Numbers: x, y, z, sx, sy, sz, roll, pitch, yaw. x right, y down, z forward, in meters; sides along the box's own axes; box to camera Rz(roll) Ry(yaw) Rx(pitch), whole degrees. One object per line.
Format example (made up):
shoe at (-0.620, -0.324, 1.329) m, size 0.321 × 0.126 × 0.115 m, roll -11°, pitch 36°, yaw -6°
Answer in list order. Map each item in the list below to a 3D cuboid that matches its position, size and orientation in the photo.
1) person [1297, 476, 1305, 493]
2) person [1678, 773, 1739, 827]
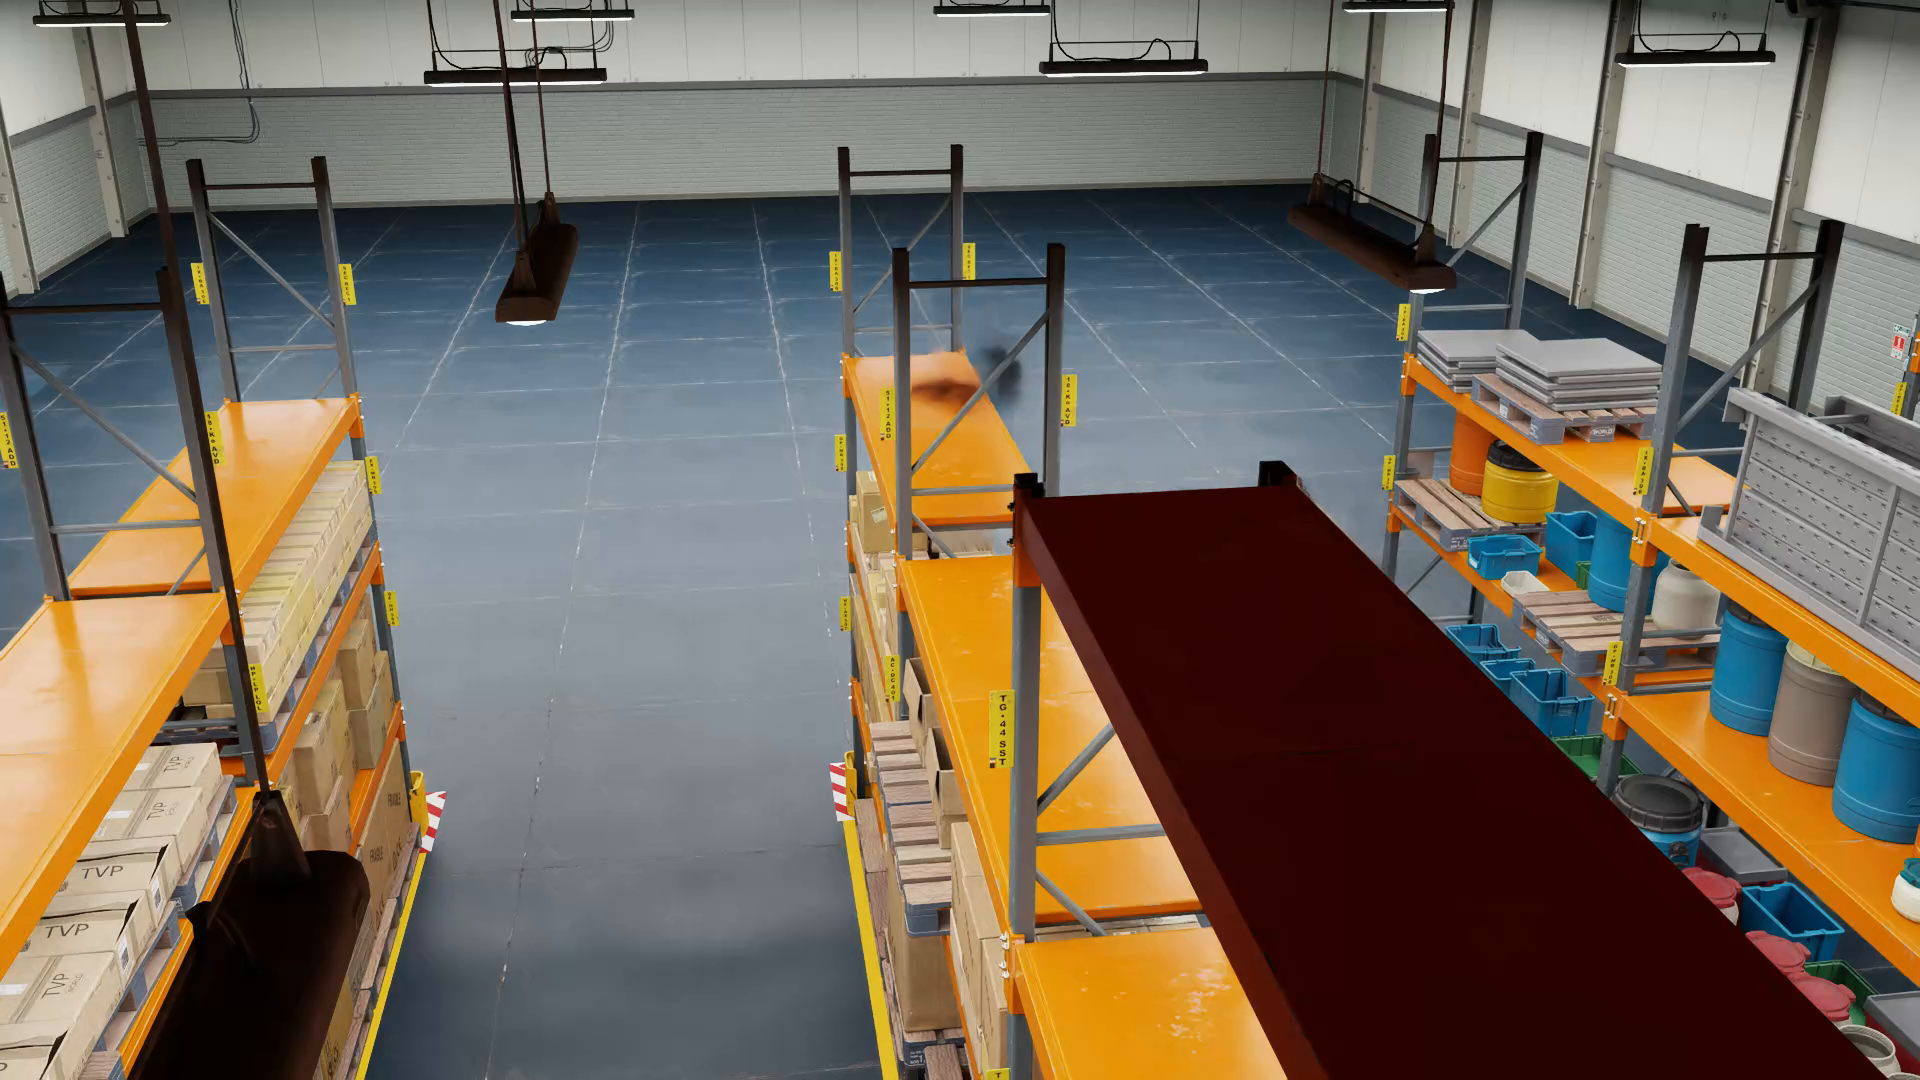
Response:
person at (3.806, 0.063, 19.214) m, size 0.747 × 1.729 × 0.550 m, roll 4°, pitch 22°, yaw 10°
person at (6.537, 1.926, 14.357) m, size 0.657 × 1.841 × 0.733 m, roll -6°, pitch 22°, yaw -16°
